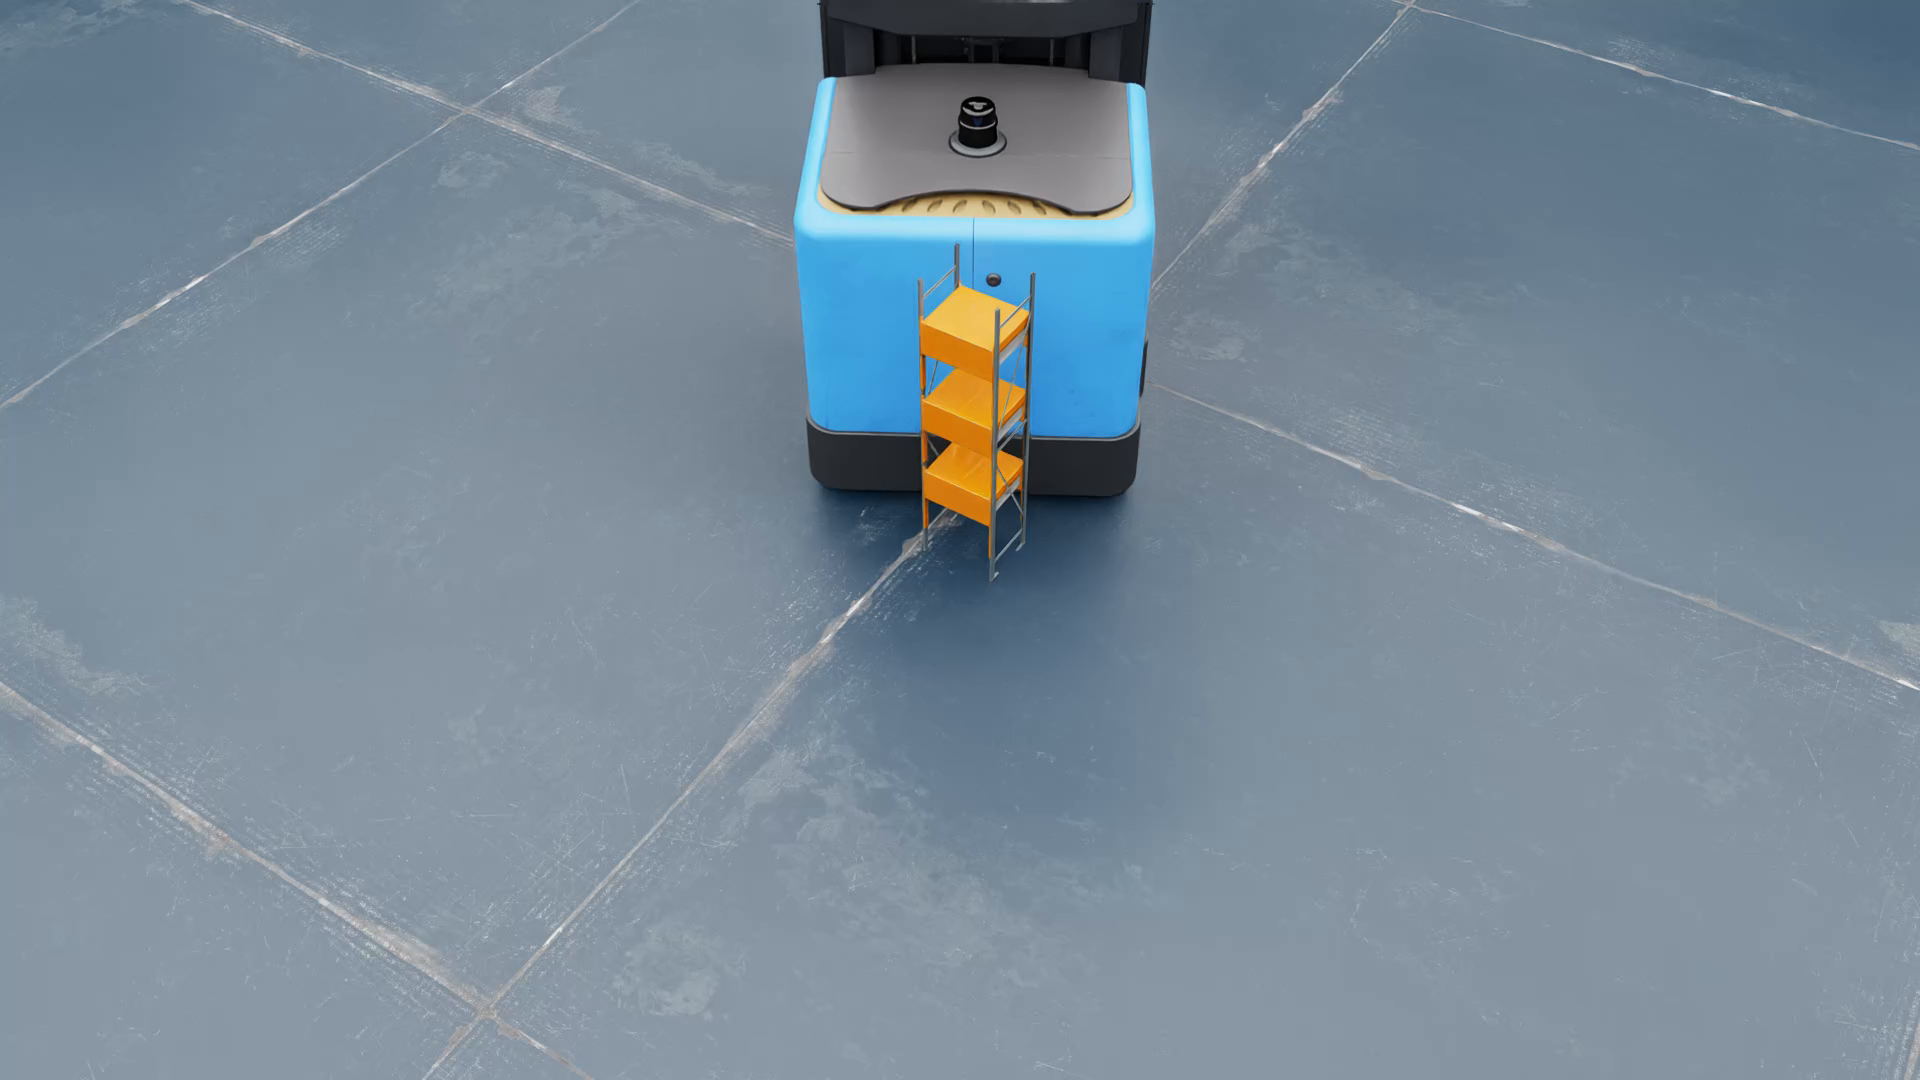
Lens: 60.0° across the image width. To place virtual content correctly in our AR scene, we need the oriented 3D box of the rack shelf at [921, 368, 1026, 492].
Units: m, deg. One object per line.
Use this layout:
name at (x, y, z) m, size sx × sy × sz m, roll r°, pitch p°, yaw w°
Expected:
rack shelf at (0.045, -0.337, 4.860) m, size 0.240 × 0.259 × 0.215 m, roll 25°, pitch 51°, yaw 22°

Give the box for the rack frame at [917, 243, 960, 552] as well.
rack frame at (-0.058, -0.392, 4.899) m, size 0.008 × 1.050 × 0.200 m, roll 25°, pitch 51°, yaw 22°

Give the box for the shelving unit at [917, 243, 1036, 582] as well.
shelving unit at (0.045, -0.345, 4.853) m, size 0.252 × 1.050 × 0.215 m, roll 25°, pitch 51°, yaw 22°

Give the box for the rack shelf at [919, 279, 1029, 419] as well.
rack shelf at (0.045, -0.535, 4.657) m, size 0.240 × 0.259 × 0.215 m, roll 25°, pitch 51°, yaw 22°

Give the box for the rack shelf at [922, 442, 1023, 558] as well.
rack shelf at (0.045, -0.143, 5.059) m, size 0.240 × 0.259 × 0.215 m, roll 25°, pitch 51°, yaw 22°

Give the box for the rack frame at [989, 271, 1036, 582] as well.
rack frame at (0.148, -0.298, 4.807) m, size 0.008 × 1.050 × 0.200 m, roll 25°, pitch 51°, yaw 22°

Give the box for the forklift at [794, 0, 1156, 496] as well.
forklift at (0.093, -2.207, 5.351) m, size 1.130 × 2.935 × 3.031 m, roll 2°, pitch 46°, yaw 1°
